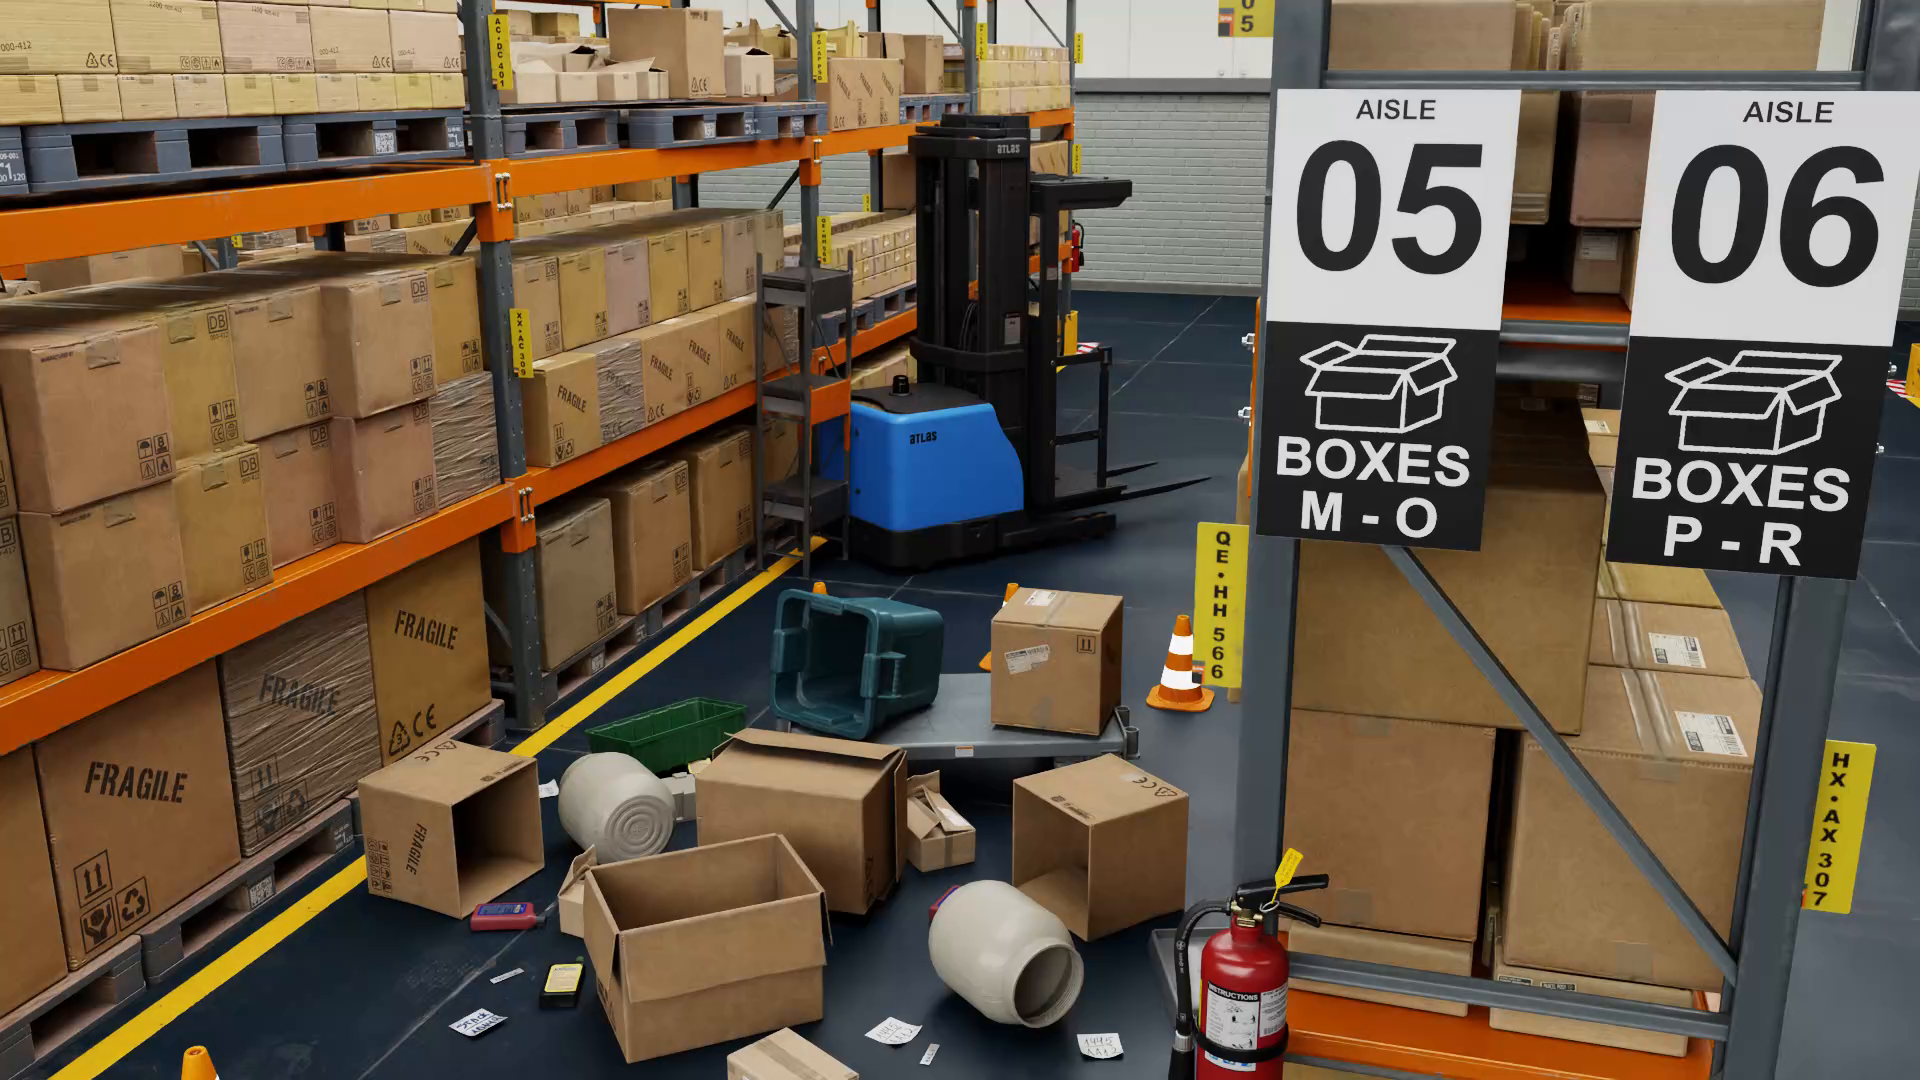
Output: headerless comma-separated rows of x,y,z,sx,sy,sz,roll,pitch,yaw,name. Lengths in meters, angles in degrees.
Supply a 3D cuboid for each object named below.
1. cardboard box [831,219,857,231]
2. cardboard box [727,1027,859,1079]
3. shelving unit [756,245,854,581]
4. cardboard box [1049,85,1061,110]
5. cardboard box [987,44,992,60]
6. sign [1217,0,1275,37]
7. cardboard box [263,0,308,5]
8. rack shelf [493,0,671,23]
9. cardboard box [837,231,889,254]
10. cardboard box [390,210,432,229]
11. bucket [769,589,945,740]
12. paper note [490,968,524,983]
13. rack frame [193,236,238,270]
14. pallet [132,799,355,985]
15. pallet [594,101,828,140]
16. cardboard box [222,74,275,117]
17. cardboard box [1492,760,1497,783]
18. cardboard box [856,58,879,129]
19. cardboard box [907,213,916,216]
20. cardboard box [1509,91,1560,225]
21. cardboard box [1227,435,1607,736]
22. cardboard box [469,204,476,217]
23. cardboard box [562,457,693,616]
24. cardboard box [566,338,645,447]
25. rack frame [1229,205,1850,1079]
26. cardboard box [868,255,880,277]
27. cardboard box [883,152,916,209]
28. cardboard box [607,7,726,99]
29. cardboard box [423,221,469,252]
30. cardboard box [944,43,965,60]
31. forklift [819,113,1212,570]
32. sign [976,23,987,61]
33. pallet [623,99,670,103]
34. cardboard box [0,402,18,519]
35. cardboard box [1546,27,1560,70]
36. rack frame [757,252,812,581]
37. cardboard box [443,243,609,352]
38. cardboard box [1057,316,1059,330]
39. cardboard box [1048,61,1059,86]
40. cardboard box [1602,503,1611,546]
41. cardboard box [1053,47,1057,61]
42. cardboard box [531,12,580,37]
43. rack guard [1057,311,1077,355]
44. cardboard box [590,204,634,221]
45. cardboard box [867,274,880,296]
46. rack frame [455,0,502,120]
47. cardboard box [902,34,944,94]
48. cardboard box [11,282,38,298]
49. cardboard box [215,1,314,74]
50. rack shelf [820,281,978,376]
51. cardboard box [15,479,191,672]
-1.114,-2.708,14.479,0.380,0.149,0.250,4,16,15,cardboard box
-0.539,1.756,5.366,0.250,0.149,0.380,-15,21,-41,cardboard box
-1.017,-0.829,10.863,0.431,2.100,0.503,11,20,26,shelving unit
0.784,-4.757,17.881,0.500,0.250,0.500,5,16,16,cardboard box
0.085,-4.542,15.477,0.380,0.149,0.250,4,16,13,cardboard box
0.499,-1.033,2.856,0.100,0.325,0.005,5,16,16,sign
-2.698,-2.090,6.252,0.380,0.149,0.250,5,16,16,cardboard box
-4.497,-5.895,18.173,1.077,0.370,4.000,5,16,16,rack shelf
-0.786,-2.384,13.337,0.380,0.149,0.250,5,17,18,cardboard box
-5.445,-3.208,15.622,0.797,0.503,0.637,5,17,16,cardboard box
-0.440,0.538,7.649,0.726,0.611,0.620,11,9,35,bucket
-1.673,1.609,6.139,0.123,0.001,0.032,-15,21,-41,paper note
-6.202,-1.978,13.305,1.000,3.000,0.127,5,16,16,rack frame
-3.248,1.335,6.737,1.003,0.211,1.213,5,16,16,pallet
-1.608,-2.746,10.863,1.213,0.211,1.003,5,17,18,pallet
-2.770,-1.639,6.121,0.380,0.149,0.250,4,16,15,cardboard box
1.707,0.595,4.696,0.380,0.149,0.250,5,17,18,cardboard box
-0.923,-3.318,12.349,0.500,0.500,0.500,5,16,16,cardboard box
-0.266,-2.860,15.017,0.380,0.149,0.250,5,17,18,cardboard box
0.913,-0.785,3.332,0.500,0.250,0.500,4,16,15,cardboard box
0.962,0.061,3.556,0.700,0.500,0.500,4,16,15,cardboard box
-5.191,-3.597,17.369,0.500,0.500,0.500,5,17,17,cardboard box
-2.244,-0.061,9.901,1.050,0.750,0.750,5,16,16,cardboard box
-2.062,-0.817,9.029,0.500,0.500,0.500,5,17,16,cardboard box
1.026,0.884,3.216,1.000,3.000,0.127,5,16,16,rack frame
-0.855,-2.174,13.143,0.380,0.149,0.250,5,16,16,cardboard box
-0.464,-3.429,15.862,0.500,0.500,0.500,4,16,14,cardboard box
-1.701,-2.831,9.681,0.500,0.500,0.500,5,16,16,cardboard box
-5.084,-2.800,16.020,0.500,0.500,0.500,5,17,18,cardboard box
-0.024,-4.474,15.235,0.380,0.149,0.250,4,16,15,cardboard box
0.505,-1.509,11.780,3.031,2.935,1.130,-11,19,-34,forklift
0.194,-4.452,14.863,0.100,0.325,0.005,5,16,16,sign
-4.130,-5.276,19.599,1.003,0.211,1.213,5,16,16,pallet
-3.539,-0.310,5.173,0.875,0.550,0.550,5,16,16,cardboard box
2.000,-1.495,5.105,0.380,0.149,0.250,4,16,15,cardboard box
-1.132,-0.769,10.657,0.400,2.100,0.015,11,20,26,rack frame
-2.333,-1.314,8.950,0.700,0.500,0.500,4,16,15,cardboard box
0.922,-2.473,18.961,0.380,0.149,0.250,4,16,14,cardboard box
0.767,-4.997,17.811,0.500,0.250,0.500,4,16,14,cardboard box
1.851,0.187,4.943,0.500,0.500,0.500,4,16,15,cardboard box
0.842,-5.294,18.129,0.380,0.149,0.250,5,17,17,cardboard box
-4.512,-5.645,18.227,0.500,0.250,0.500,4,16,14,cardboard box
0.776,-2.437,19.505,1.175,0.500,0.348,5,16,16,rack guard
-4.101,-3.728,19.207,0.500,0.250,0.500,4,16,14,cardboard box
-0.854,-2.030,13.182,0.380,0.149,0.250,5,17,18,cardboard box
-2.612,-3.406,7.347,1.000,3.000,0.127,5,16,16,rack frame
-0.552,-4.216,14.745,0.700,0.500,0.500,5,16,16,cardboard box
-6.417,-1.658,11.654,0.396,0.266,0.258,4,16,14,cardboard box
-2.794,-1.873,6.214,0.500,0.250,0.500,4,16,15,cardboard box
-0.907,-1.744,13.798,1.077,0.370,4.000,5,16,16,rack shelf
-3.272,0.071,5.806,0.875,0.550,0.550,5,16,16,cardboard box
